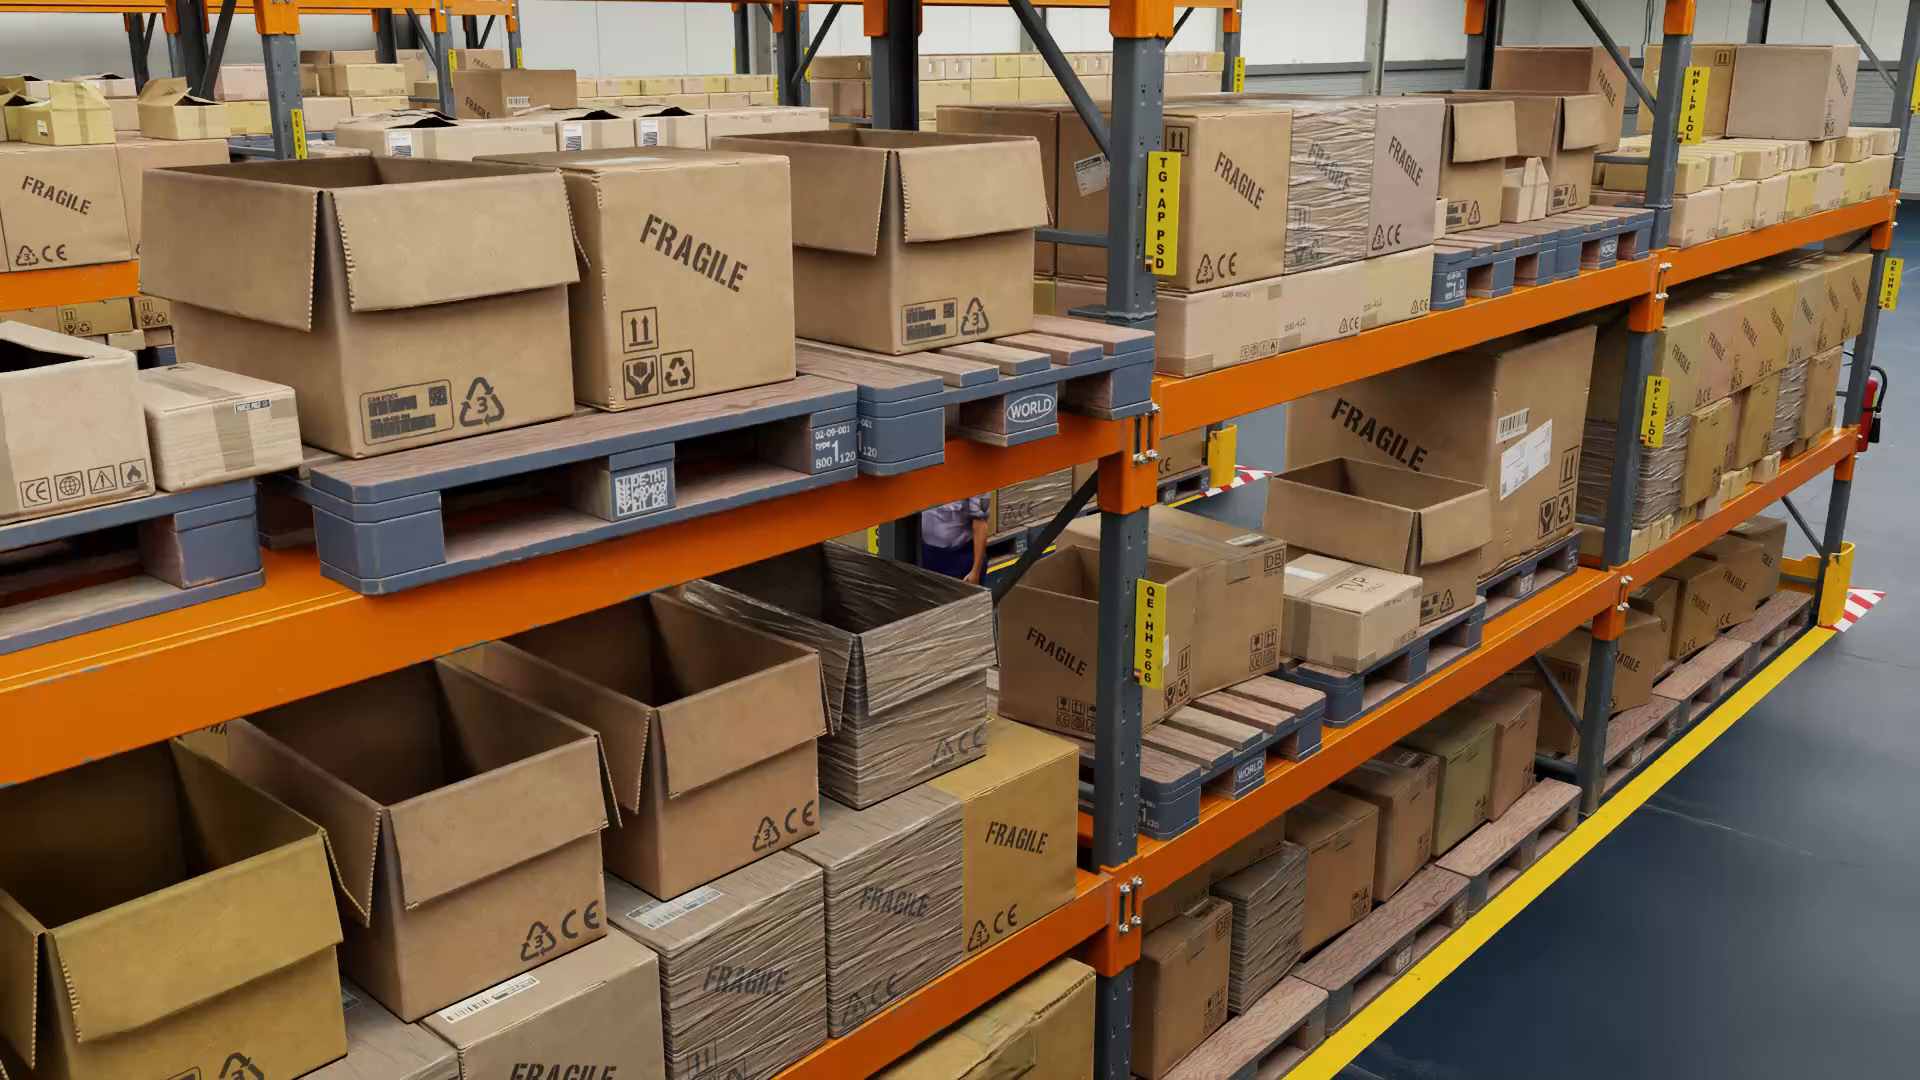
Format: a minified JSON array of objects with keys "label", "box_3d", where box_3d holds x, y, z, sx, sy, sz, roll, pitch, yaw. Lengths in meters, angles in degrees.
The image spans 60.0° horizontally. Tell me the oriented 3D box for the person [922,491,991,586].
[{"label":"person","box_3d":[-0.039,0.148,9.599,0.469,1.645,0.342,15,23,41]}]
